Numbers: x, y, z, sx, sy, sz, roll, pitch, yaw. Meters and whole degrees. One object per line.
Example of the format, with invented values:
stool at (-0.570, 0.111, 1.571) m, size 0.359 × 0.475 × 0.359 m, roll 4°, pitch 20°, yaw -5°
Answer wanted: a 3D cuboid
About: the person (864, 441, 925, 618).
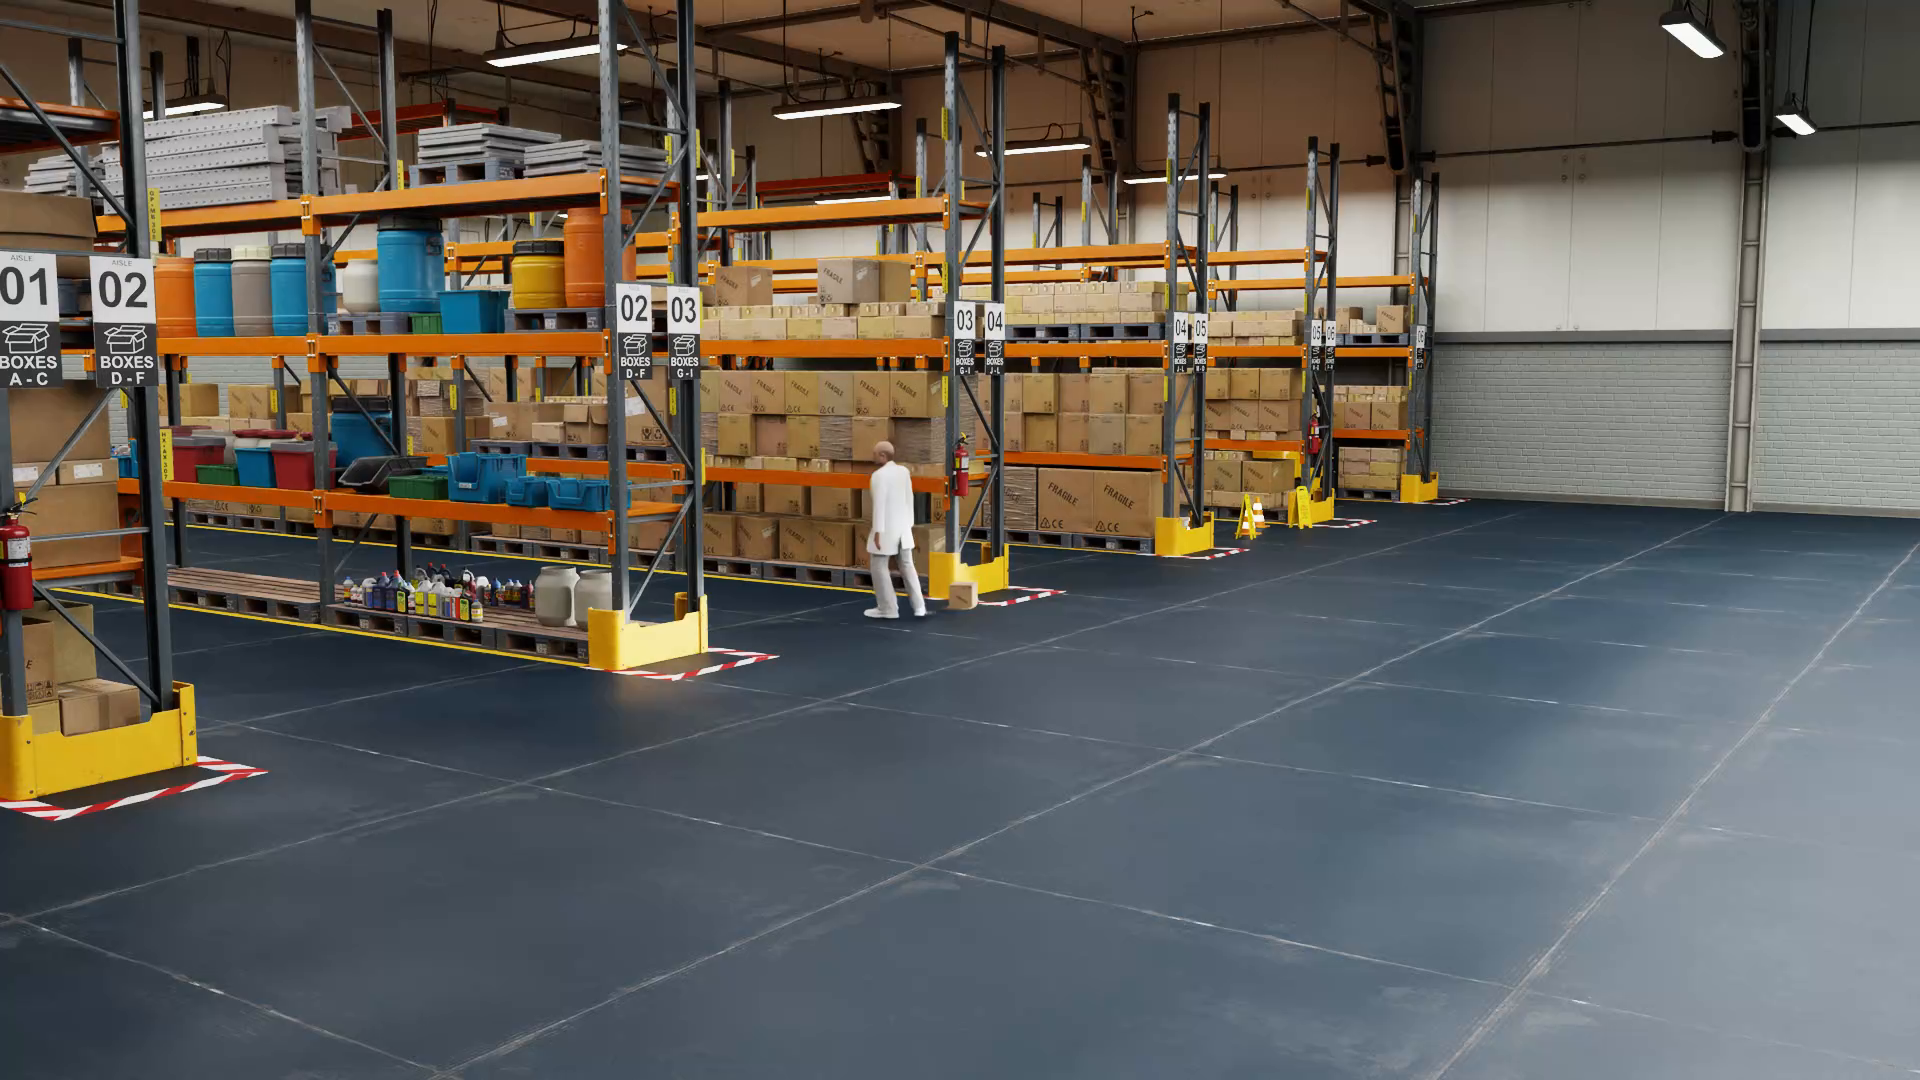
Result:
person at (-0.645, -0.098, 16.574) m, size 0.624 × 1.770 × 0.613 m, roll 5°, pitch 8°, yaw 40°
